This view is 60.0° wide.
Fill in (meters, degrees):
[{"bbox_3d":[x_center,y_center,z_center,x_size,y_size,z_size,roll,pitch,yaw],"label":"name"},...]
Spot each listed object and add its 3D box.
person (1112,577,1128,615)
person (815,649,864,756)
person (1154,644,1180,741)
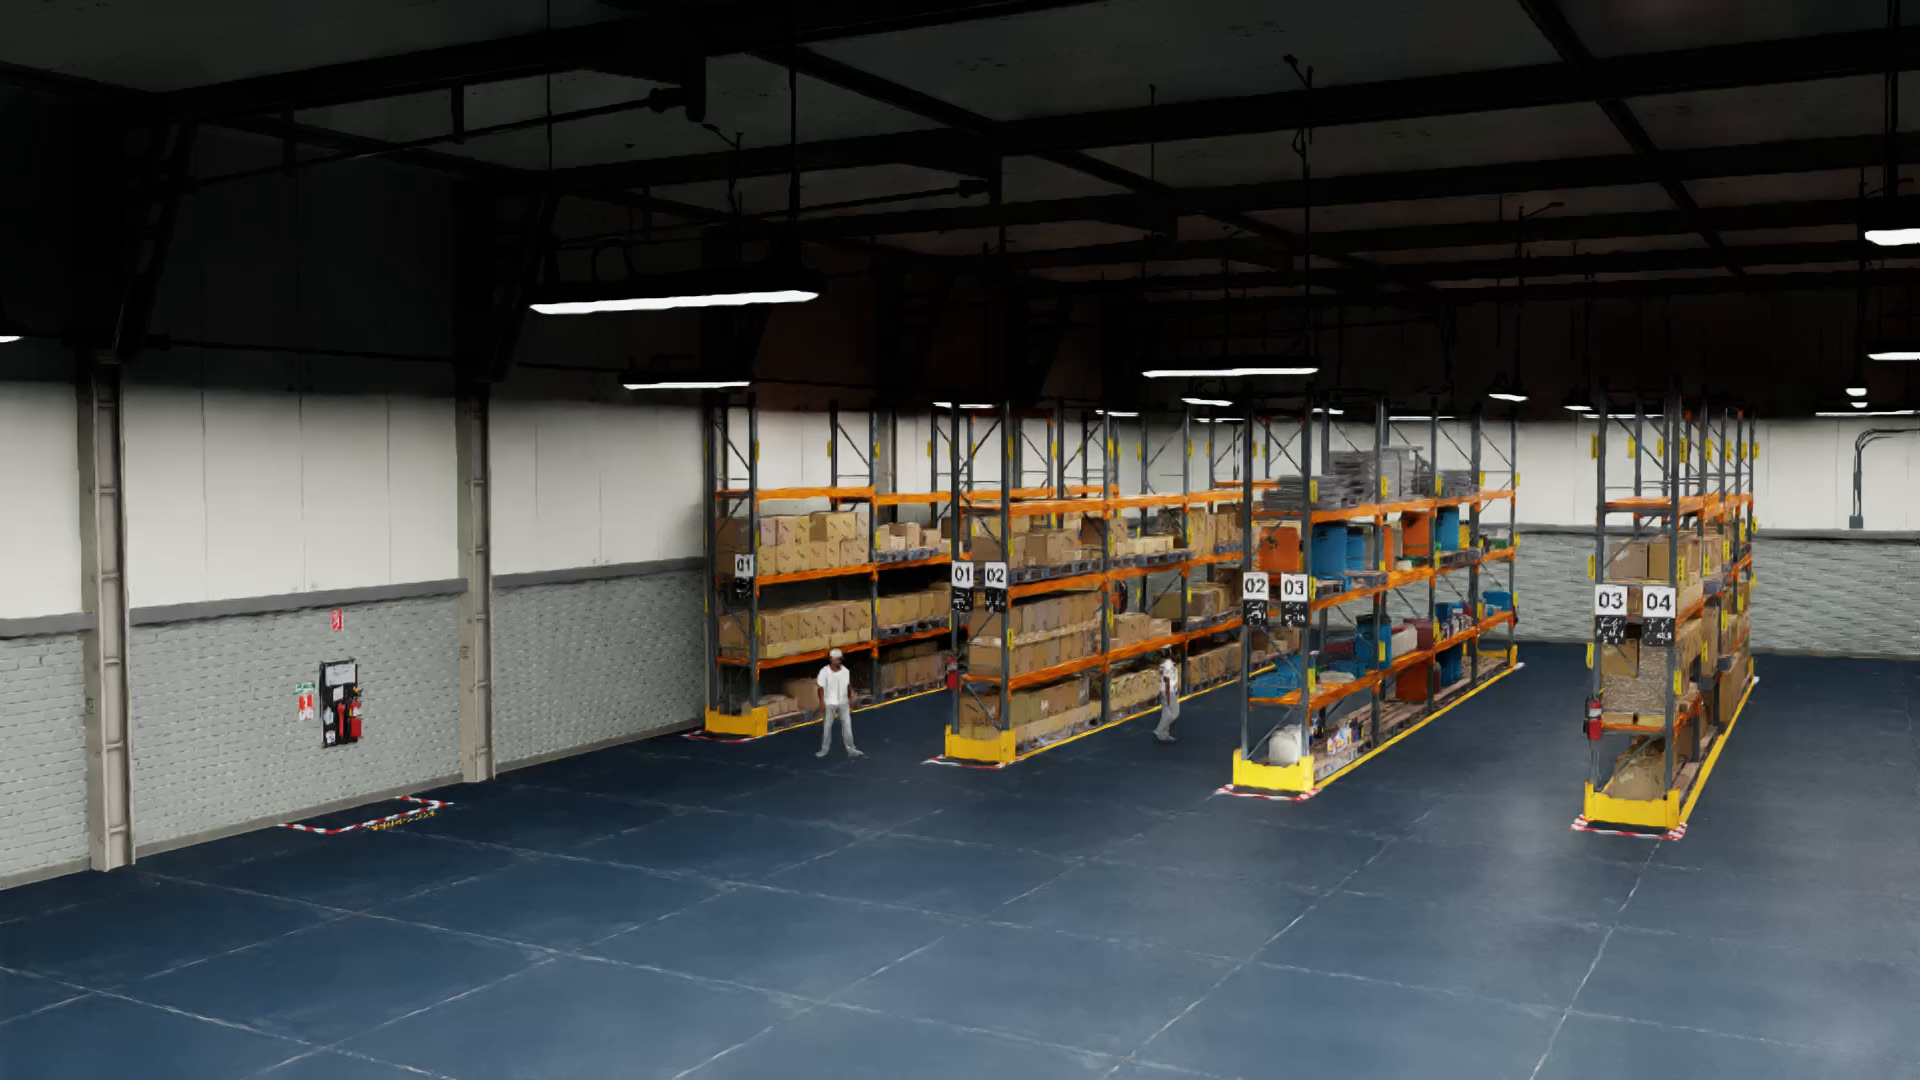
[{"bbox_3d":[4.258,1.709,44.921,0.695,1.713,0.469,-2,4,-33],"label":"person"},{"bbox_3d":[-1.987,2.645,27.085,0.731,1.758,0.534,-1,3,-25],"label":"person"},{"bbox_3d":[3.538,2.625,28.523,0.422,1.674,0.501,0,3,0],"label":"person"}]
